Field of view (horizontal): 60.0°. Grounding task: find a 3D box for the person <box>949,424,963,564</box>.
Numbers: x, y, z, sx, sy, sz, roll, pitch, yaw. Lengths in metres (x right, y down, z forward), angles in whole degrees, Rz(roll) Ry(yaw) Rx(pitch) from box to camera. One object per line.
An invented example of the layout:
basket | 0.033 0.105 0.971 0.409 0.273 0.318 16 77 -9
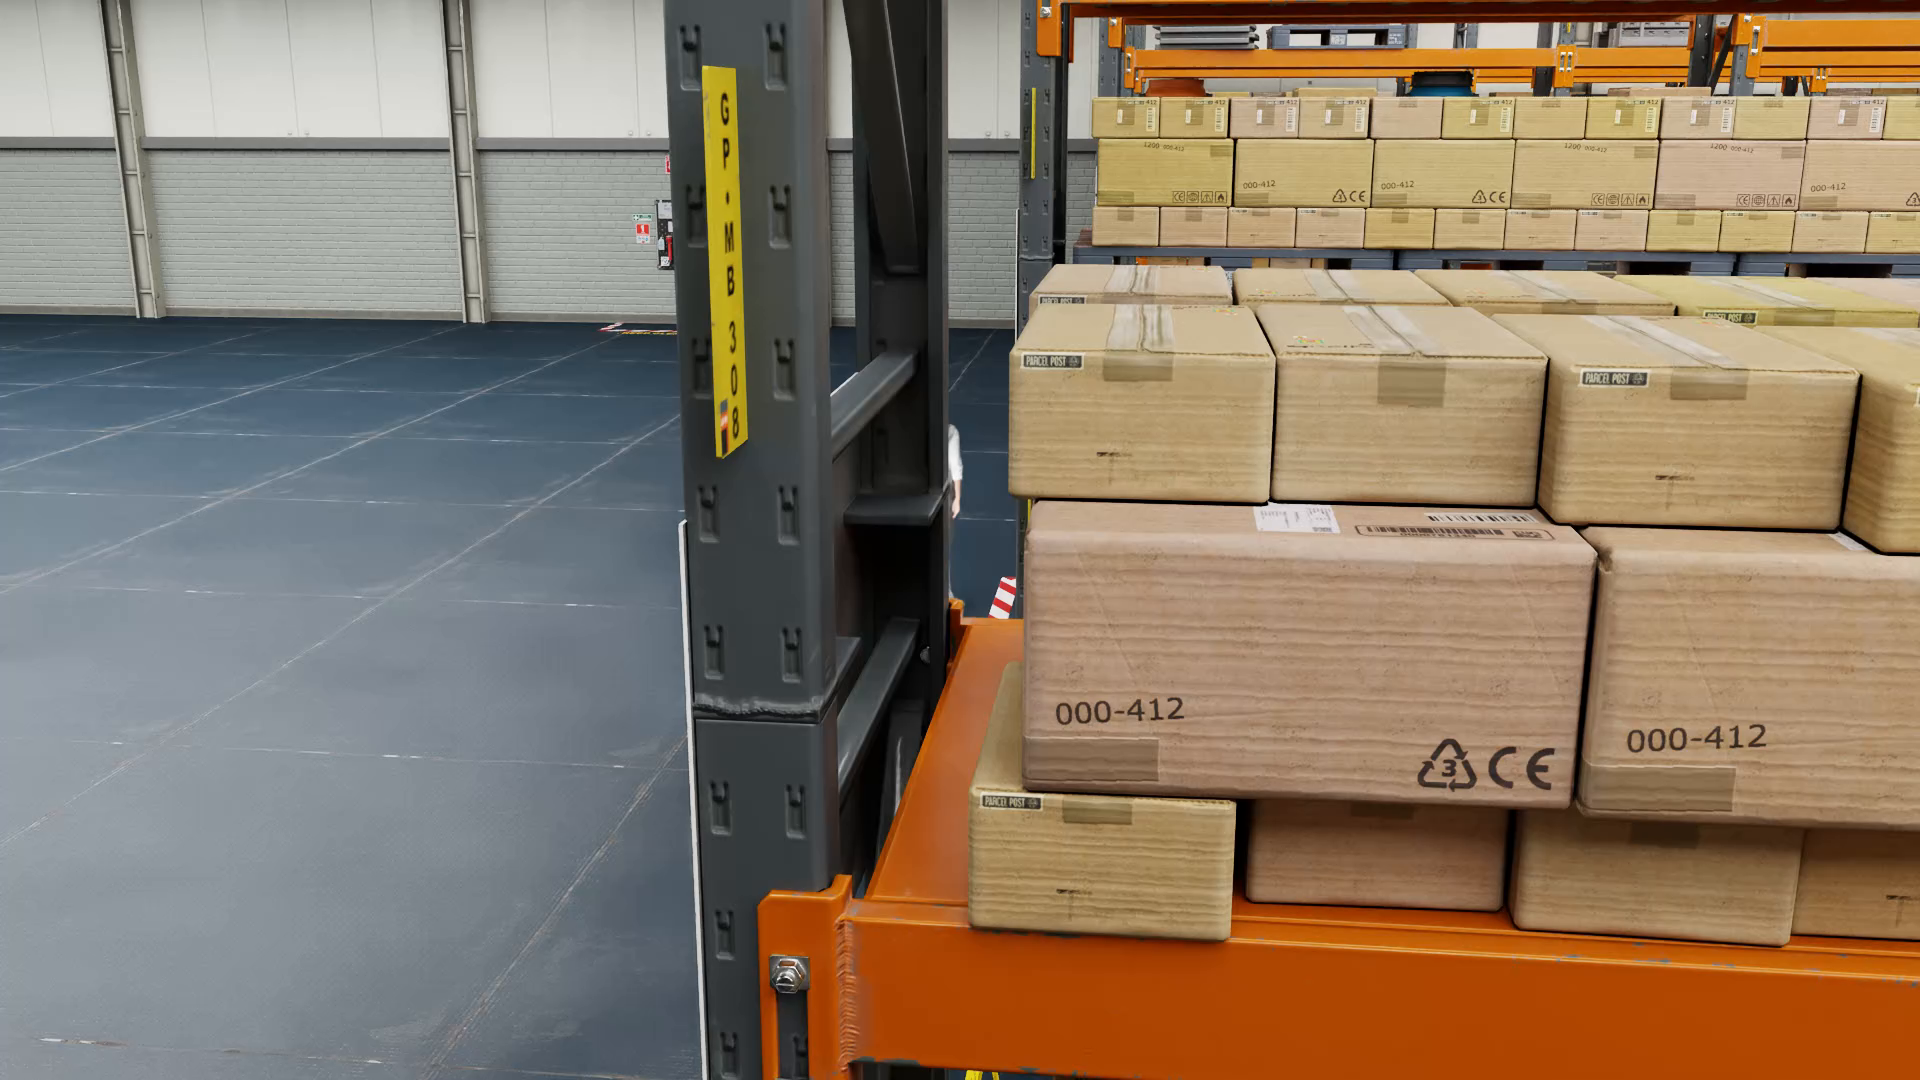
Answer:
person | -0.199 -0.324 12.268 0.440 1.549 0.875 1 15 2
